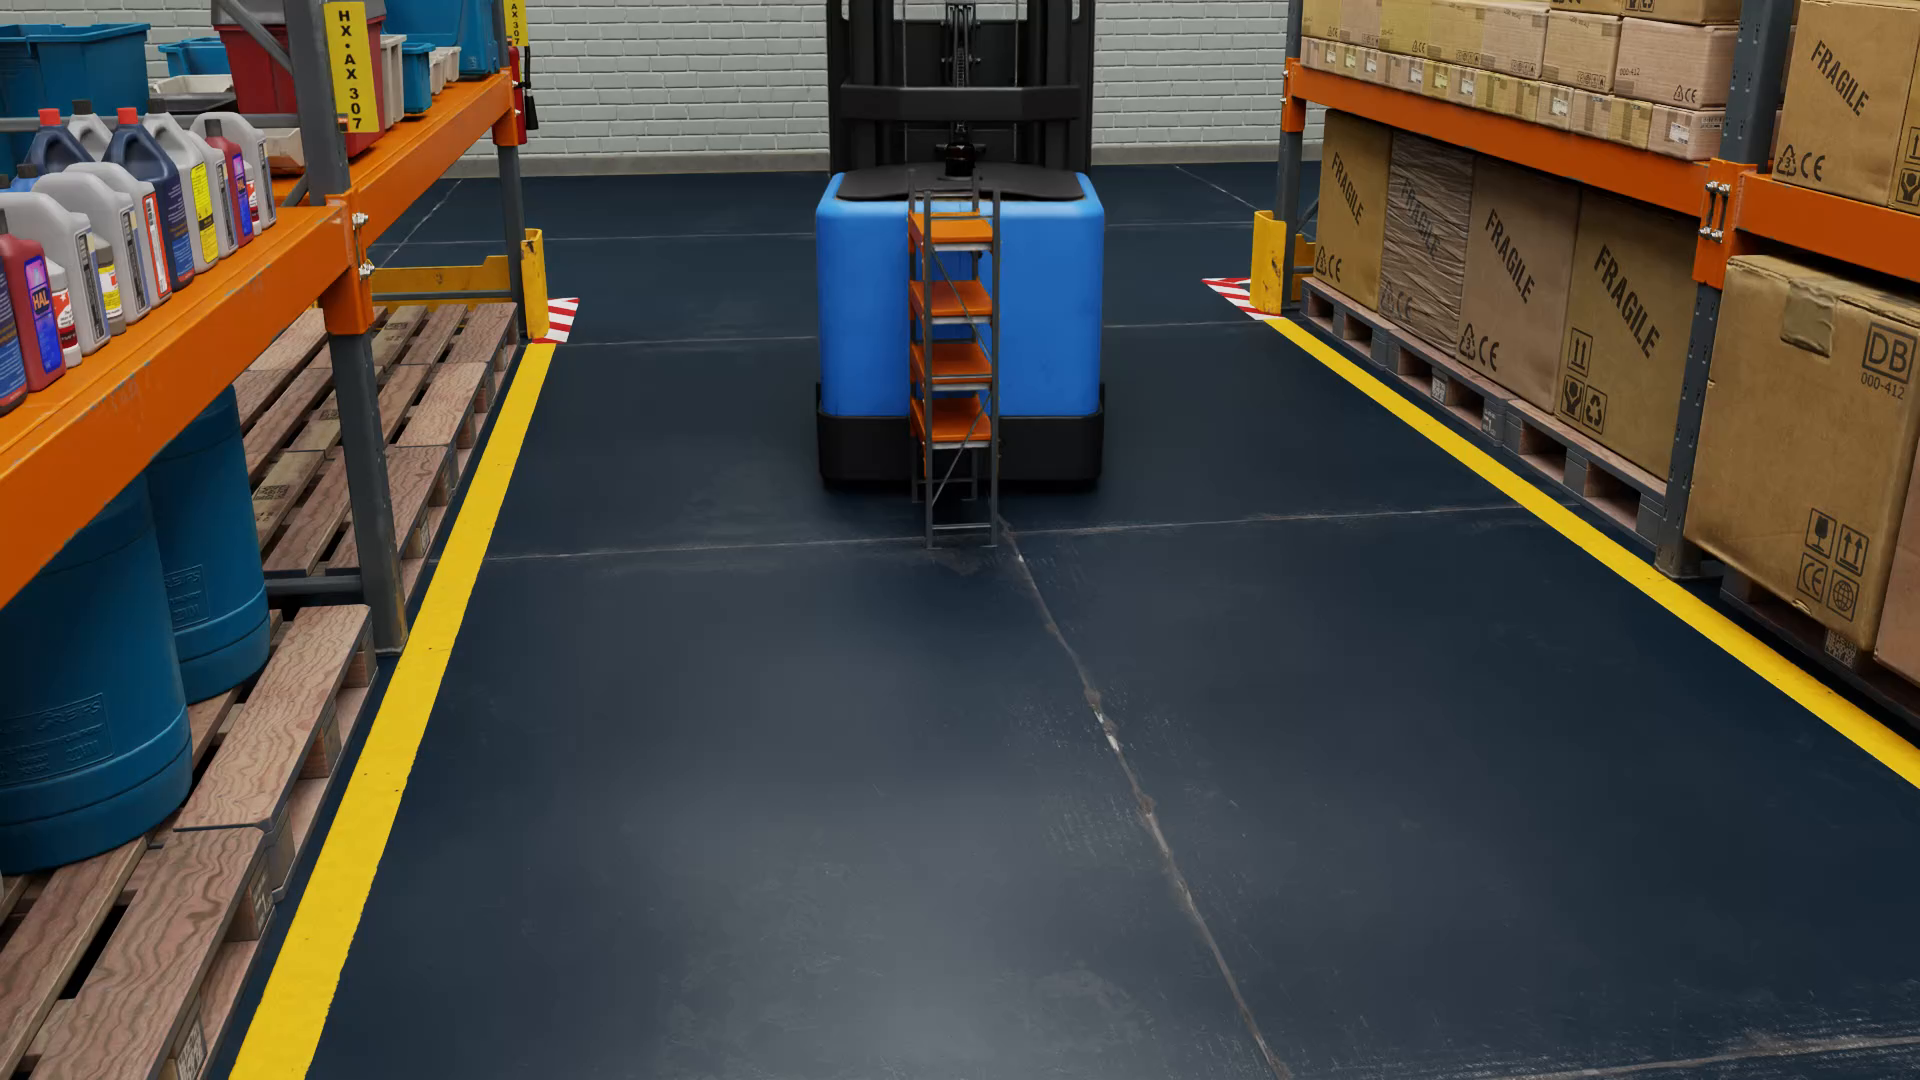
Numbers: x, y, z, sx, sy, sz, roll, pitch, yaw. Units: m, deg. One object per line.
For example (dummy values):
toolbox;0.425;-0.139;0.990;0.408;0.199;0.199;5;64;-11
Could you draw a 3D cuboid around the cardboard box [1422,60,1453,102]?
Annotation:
cardboard box;2.152;-1.911;6.905;0.380;0.149;0.250;-3;21;-9

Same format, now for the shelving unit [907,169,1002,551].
shelving unit;-0.025;-0.616;5.650;0.258;1.200;0.503;-2;21;-7

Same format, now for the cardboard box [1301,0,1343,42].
cardboard box;2.006;-2.590;8.153;0.500;0.250;0.500;-3;21;-9

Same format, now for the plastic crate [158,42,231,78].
plastic crate;-2.754;-1.739;6.238;0.416;0.233;0.300;-3;21;-8

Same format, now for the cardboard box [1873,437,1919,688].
cardboard box;3.023;0.013;3.831;1.225;0.875;0.875;-4;21;-10

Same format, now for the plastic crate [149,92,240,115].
plastic crate;-2.548;-1.339;5.322;0.437;0.125;0.590;-3;21;-8

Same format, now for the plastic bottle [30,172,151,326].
plastic bottle;-1.599;-0.540;3.052;0.152;0.276;0.135;-3;21;-8

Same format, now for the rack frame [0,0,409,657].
rack frame;-2.120;-1.066;4.283;1.000;3.000;0.127;-3;21;-8

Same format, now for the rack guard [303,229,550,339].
rack guard;-2.713;-1.288;8.449;1.175;0.500;0.348;-3;21;-8

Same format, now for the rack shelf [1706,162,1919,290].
rack shelf;3.069;-0.286;3.224;1.077;0.370;4.000;-3;21;-8

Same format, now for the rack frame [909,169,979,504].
rack frame;-0.056;-0.700;5.876;0.240;1.200;0.015;-2;21;-7

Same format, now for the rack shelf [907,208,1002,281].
rack shelf;-0.025;-0.984;5.512;0.258;0.148;0.480;-2;21;-7

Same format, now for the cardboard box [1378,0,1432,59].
cardboard box;2.157;-2.236;7.205;0.500;0.250;0.500;-4;21;-10

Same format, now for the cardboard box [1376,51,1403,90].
cardboard box;2.079;-2.088;7.378;0.380;0.149;0.250;-3;21;-9

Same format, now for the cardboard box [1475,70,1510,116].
cardboard box;2.227;-1.732;6.425;0.380;0.149;0.250;-3;21;-9

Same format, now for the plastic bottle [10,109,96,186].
plastic bottle;-1.780;-0.670;3.293;0.144;0.351;0.185;-3;21;-8

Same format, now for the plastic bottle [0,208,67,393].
plastic bottle;-1.487;-0.385;2.628;0.061;0.283;0.133;-3;21;-8

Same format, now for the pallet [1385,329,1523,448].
pallet;2.570;-0.700;7.289;1.003;0.211;1.213;-3;21;-8

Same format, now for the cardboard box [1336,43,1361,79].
cardboard box;2.005;-2.266;7.855;0.380;0.149;0.250;-3;21;-9

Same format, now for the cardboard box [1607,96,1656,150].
cardboard box;2.375;-1.376;5.473;0.380;0.149;0.250;-3;21;-7

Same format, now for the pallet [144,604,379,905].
pallet;-2.050;0.510;4.050;1.003;0.211;1.213;-3;21;-8

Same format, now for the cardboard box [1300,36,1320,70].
cardboard box;1.929;-2.443;8.330;0.380;0.149;0.250;-3;21;-7

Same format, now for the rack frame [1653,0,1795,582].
rack frame;2.781;-1.316;4.952;1.000;3.000;0.127;-3;21;-8

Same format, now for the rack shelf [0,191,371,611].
rack shelf;-1.832;-0.036;2.555;1.077;0.370;4.000;-3;21;-8

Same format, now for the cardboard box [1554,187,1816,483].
cardboard box;2.765;-0.750;5.873;0.875;0.875;0.875;-3;21;-8

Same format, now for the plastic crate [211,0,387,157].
plastic crate;-2.001;-1.446;5.123;0.402;0.464;0.583;-3;21;-8

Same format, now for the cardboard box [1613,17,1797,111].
cardboard box;2.458;-1.524;5.300;0.500;0.250;0.500;-3;21;-9

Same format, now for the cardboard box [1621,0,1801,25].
cardboard box;2.450;-1.882;5.185;0.500;0.500;0.500;-2;21;-6

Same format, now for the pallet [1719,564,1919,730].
pallet;2.967;0.254;4.735;1.003;0.211;1.213;-3;21;-8

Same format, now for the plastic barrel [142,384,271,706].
plastic barrel;-2.059;-0.090;4.070;0.600;0.901;0.708;-3;21;-8

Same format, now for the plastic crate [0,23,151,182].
plastic crate;-2.525;-1.231;4.662;0.392;0.384;0.575;-3;21;-8

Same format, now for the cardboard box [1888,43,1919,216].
cardboard box;2.673;-1.017;4.008;0.500;0.500;0.500;-3;21;-8

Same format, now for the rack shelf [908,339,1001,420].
rack shelf;-0.025;-0.553;5.673;0.258;0.148;0.480;-2;21;-7

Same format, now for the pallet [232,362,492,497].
pallet;-2.444;-0.436;6.581;1.003;0.211;1.213;-3;21;-8

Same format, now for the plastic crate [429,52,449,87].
plastic crate;-2.373;-1.981;7.025;0.396;0.136;0.243;-3;21;-8

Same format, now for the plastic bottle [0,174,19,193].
plastic bottle;-1.720;-0.525;3.019;0.097;0.271;0.097;0;20;0

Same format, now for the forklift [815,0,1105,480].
forklift;0.002;-2.055;7.028;1.130;2.935;3.031;0;20;0

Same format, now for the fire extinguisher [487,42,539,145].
fire extinguisher;-2.269;-2.315;8.271;0.296;0.674;0.183;-3;21;-8

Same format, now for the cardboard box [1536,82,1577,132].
cardboard box;2.302;-1.554;5.949;0.380;0.149;0.250;-3;21;-7

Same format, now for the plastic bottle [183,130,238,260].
plastic bottle;-1.691;-0.761;3.644;0.152;0.276;0.135;-3;21;-8

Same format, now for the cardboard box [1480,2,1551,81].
cardboard box;2.307;-1.880;6.252;0.500;0.250;0.500;-2;21;-7

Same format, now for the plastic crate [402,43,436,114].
plastic crate;-2.147;-1.702;6.141;0.416;0.233;0.300;-3;21;-8

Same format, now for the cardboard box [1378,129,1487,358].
cardboard box;2.507;-1.369;7.532;0.875;0.875;0.875;-3;21;-8

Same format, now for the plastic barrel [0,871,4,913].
plastic barrel;-1.964;0.537;2.946;0.421;0.512;0.421;0;20;0

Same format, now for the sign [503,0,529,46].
sign;-2.155;-2.561;8.052;0.100;0.325;0.005;-3;21;-8

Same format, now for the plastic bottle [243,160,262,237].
plastic bottle;-1.700;-0.814;3.892;0.097;0.201;0.097;0;20;0

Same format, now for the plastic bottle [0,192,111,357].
plastic bottle;-1.565;-0.460;2.837;0.152;0.276;0.135;-3;21;-8

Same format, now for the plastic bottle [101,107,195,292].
plastic bottle;-1.637;-0.677;3.312;0.144;0.351;0.185;-3;21;-8
